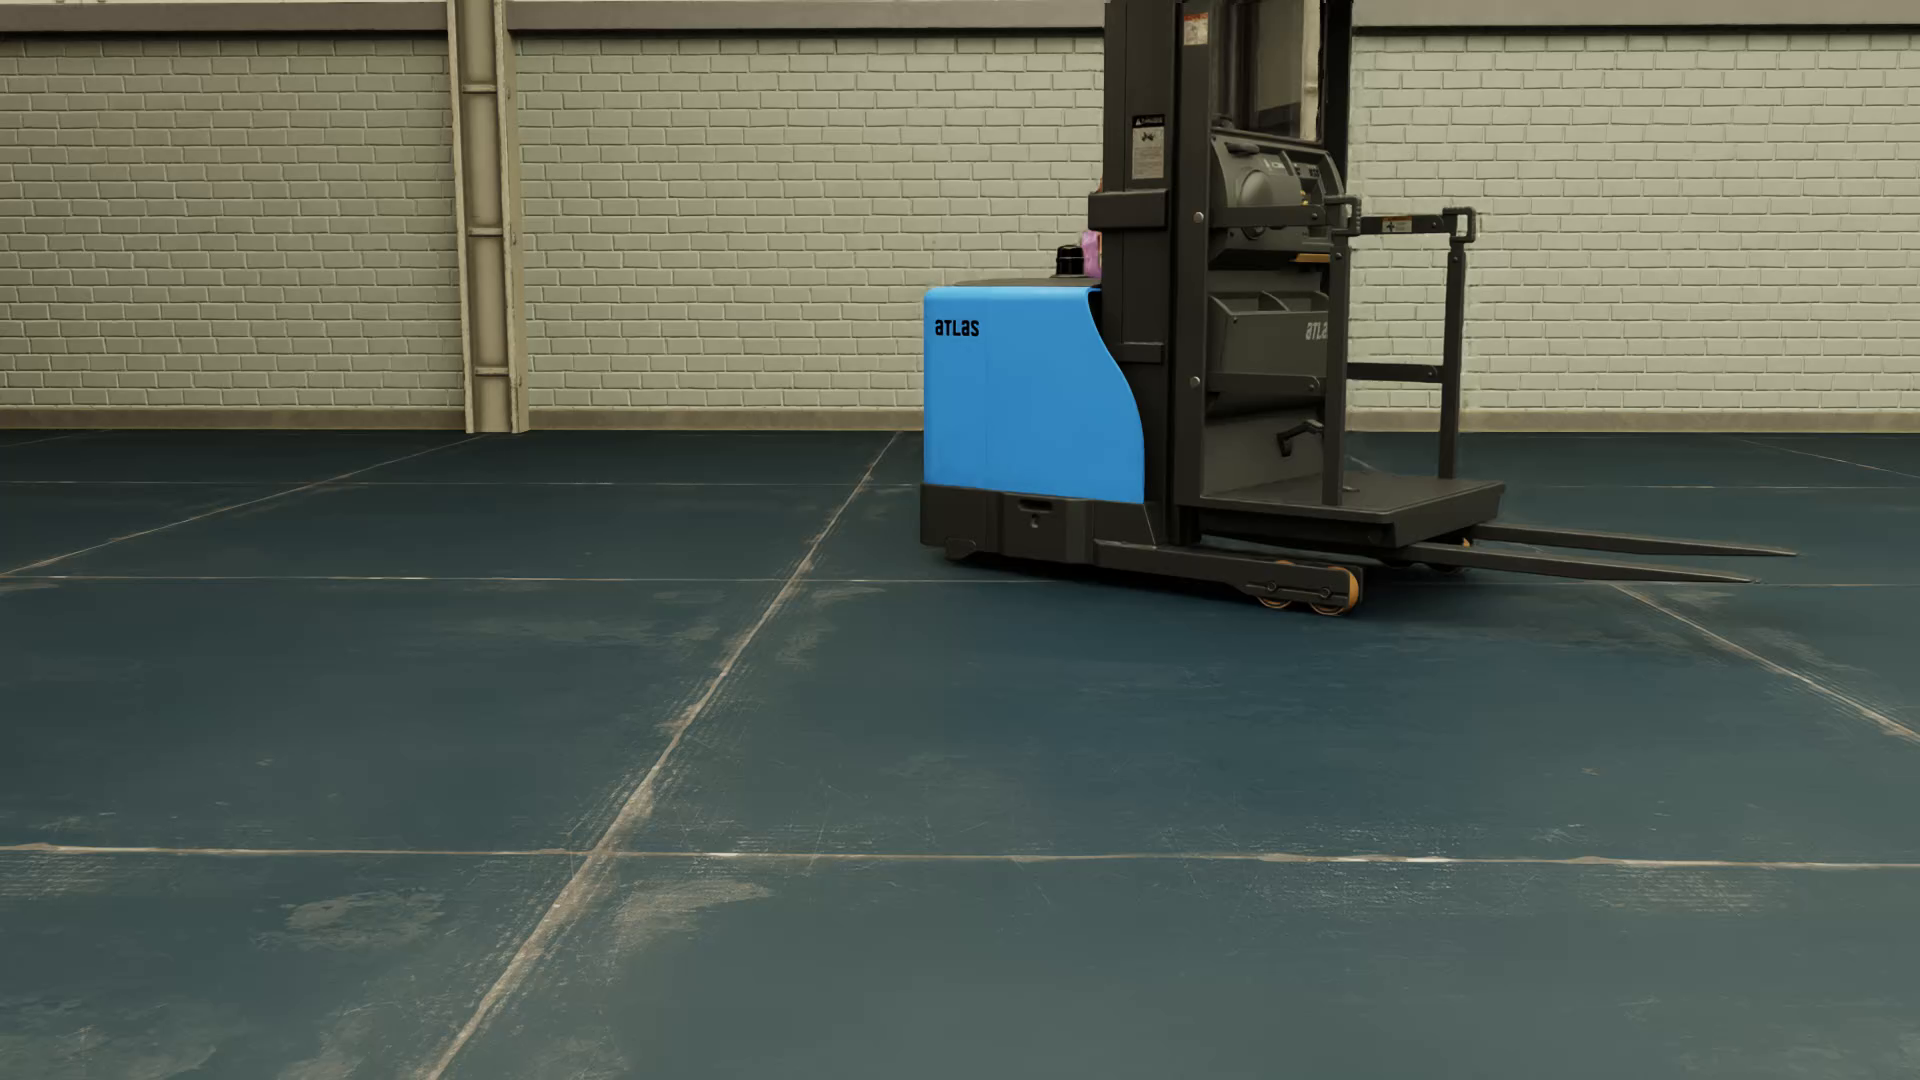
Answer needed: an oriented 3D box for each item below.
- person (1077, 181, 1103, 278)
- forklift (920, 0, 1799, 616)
[{"bbox_3d":[0.736,-0.852,7.532,0.708,1.570,0.362,4,10,25],"label":"person"},{"bbox_3d":[1.317,-1.288,5.854,3.031,2.935,1.130,7,11,37],"label":"forklift"}]
